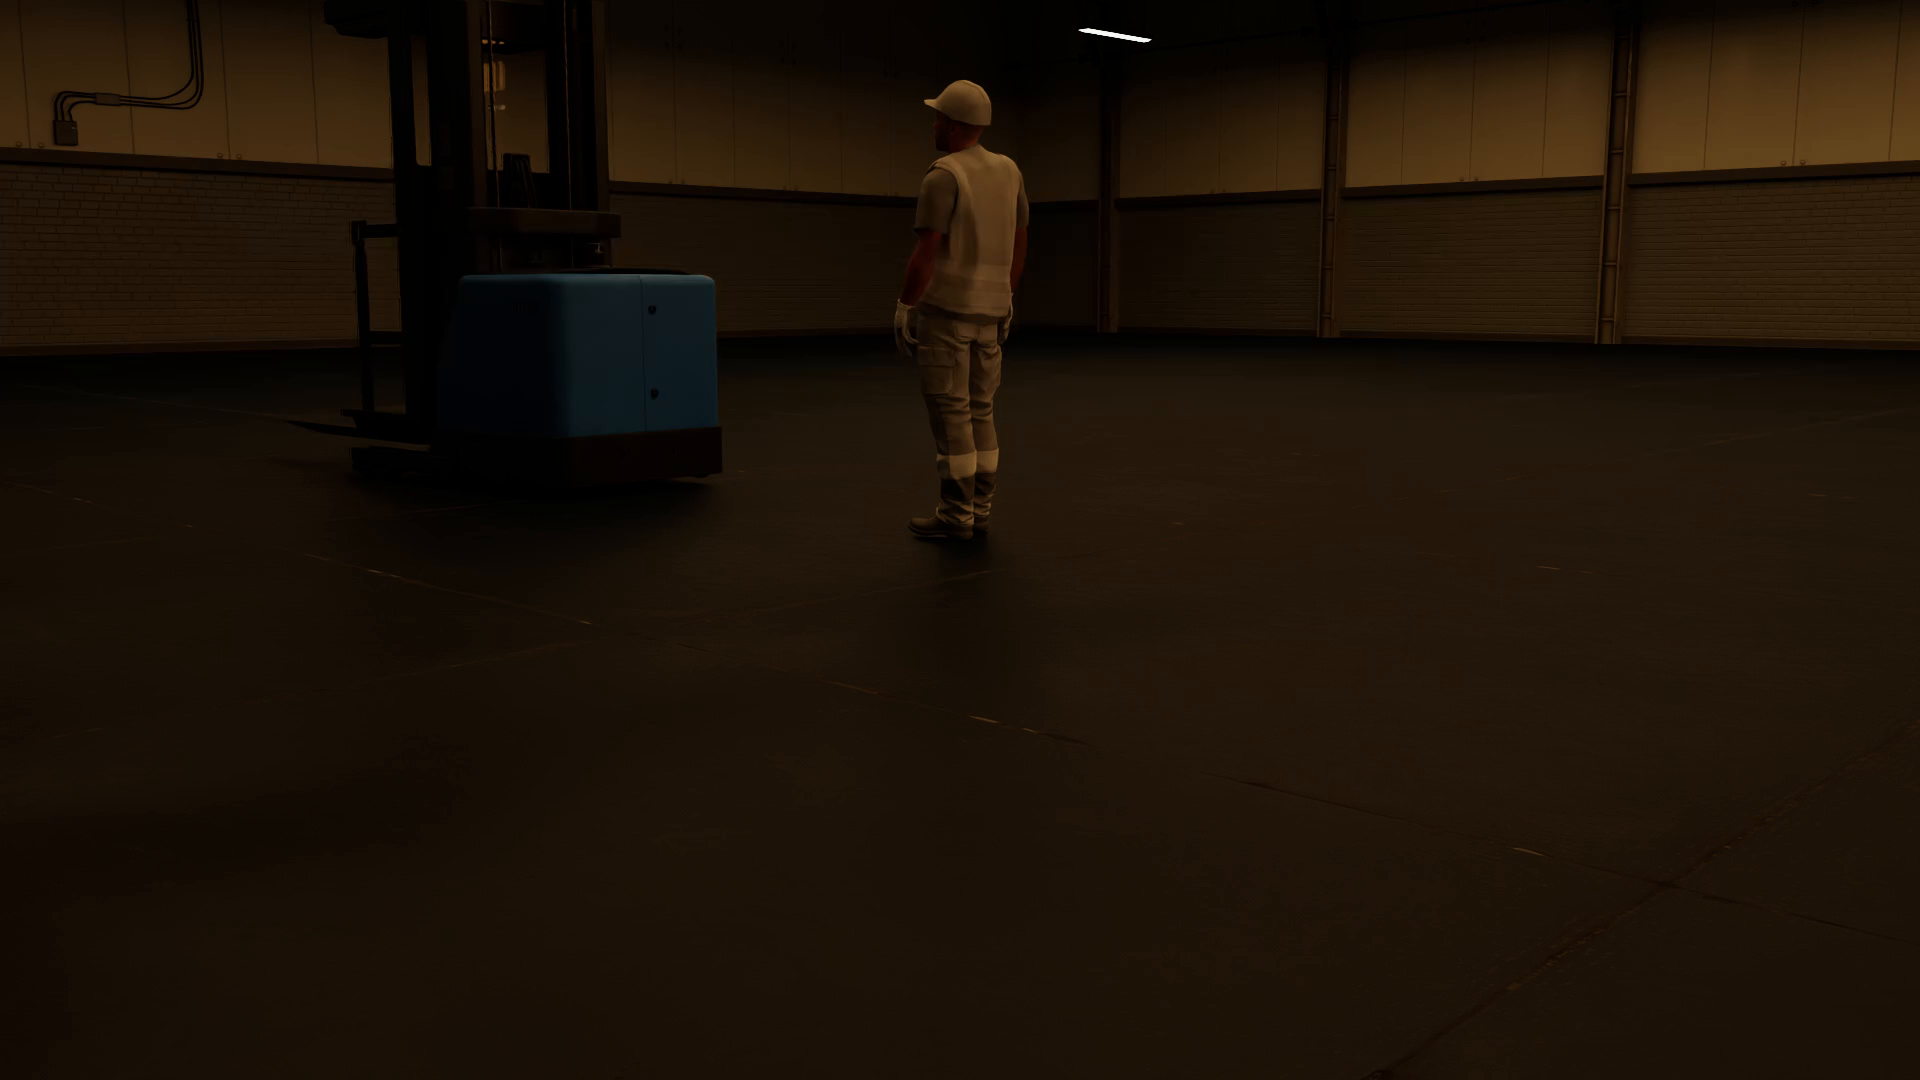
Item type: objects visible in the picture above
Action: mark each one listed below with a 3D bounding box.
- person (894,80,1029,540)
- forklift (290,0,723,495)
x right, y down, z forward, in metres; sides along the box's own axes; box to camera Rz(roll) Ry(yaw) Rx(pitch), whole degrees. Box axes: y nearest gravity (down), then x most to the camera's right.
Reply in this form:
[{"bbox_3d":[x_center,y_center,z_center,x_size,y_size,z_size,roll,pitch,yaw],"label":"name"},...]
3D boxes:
[{"bbox_3d":[-0.050,-0.902,6.647,0.562,1.790,0.637,8,12,43],"label":"person"},{"bbox_3d":[-2.652,-1.821,8.969,3.031,2.935,1.130,8,11,42],"label":"forklift"}]
